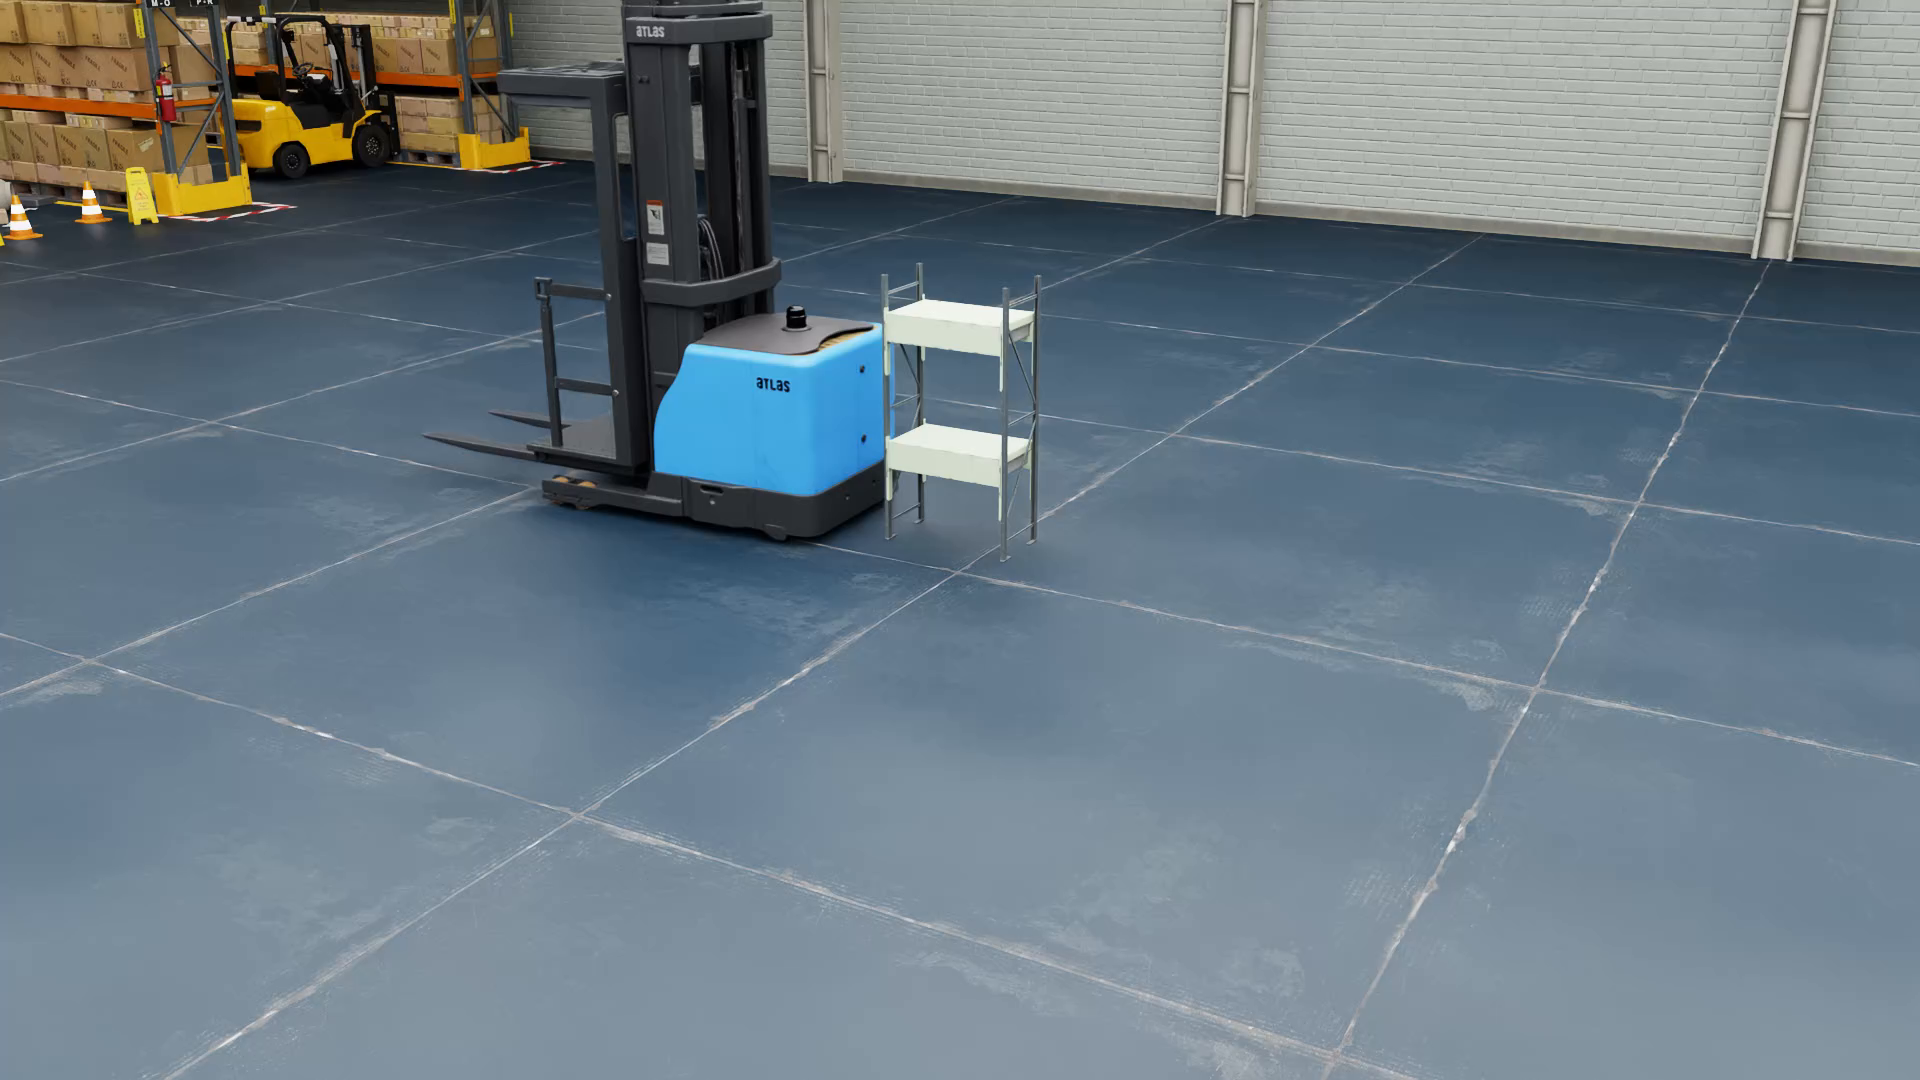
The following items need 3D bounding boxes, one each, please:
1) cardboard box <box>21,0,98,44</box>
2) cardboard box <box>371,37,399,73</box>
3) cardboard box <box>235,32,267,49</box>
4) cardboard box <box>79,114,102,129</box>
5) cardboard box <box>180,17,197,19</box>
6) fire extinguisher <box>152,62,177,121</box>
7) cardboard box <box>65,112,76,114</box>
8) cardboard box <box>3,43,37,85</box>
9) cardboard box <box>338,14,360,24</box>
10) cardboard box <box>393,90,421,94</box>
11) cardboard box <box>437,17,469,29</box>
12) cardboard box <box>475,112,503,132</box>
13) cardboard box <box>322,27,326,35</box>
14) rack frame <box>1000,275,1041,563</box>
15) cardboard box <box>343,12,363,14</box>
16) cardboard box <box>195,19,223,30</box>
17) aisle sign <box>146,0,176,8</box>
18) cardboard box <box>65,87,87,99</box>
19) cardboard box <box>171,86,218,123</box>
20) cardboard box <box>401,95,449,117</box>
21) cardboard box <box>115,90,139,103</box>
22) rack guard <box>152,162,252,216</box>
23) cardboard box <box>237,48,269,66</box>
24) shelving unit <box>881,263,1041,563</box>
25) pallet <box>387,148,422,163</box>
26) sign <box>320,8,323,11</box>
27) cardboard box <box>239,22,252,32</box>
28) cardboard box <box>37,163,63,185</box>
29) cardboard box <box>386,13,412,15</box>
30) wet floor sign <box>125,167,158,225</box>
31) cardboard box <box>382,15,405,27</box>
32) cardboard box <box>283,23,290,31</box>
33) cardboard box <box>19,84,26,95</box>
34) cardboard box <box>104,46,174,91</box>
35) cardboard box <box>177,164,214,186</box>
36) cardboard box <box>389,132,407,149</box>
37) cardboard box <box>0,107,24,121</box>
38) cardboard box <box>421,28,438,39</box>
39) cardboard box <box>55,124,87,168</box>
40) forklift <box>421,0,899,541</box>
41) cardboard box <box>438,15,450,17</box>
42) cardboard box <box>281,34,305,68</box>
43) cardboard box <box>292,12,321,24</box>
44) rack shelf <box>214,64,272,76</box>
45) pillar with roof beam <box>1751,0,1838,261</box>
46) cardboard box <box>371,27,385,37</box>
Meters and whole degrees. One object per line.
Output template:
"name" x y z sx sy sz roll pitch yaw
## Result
"cardboard box" -11.205 -6.478 20.775 0.500 0.500 0.700 11 22 27
"cardboard box" -8.387 -7.239 24.777 0.500 0.500 0.500 10 22 26
"cardboard box" -10.979 -7.850 26.093 0.500 0.250 0.500 10 22 26
"cardboard box" -10.749 -5.238 20.771 0.250 0.149 0.380 11 23 28
"cardboard box" -12.617 -8.545 27.425 0.250 0.149 0.380 11 22 27
"fire extinguisher" -9.476 -5.344 19.811 0.183 0.674 0.296 11 23 27
"cardboard box" -15.282 -7.546 28.819 0.500 0.500 0.500 12 23 30
"cardboard box" -11.713 -6.068 21.112 0.500 0.500 0.500 11 22 27
"cardboard box" -9.129 -7.840 25.044 0.250 0.149 0.380 11 23 27
"cardboard box" -8.574 -6.781 25.611 0.500 0.250 0.500 10 22 26
"cardboard box" -7.349 -7.503 24.117 0.250 0.149 0.380 11 23 27
"cardboard box" -7.243 -6.294 25.002 0.500 0.250 0.500 11 23 28
"cardboard box" -9.400 -7.716 25.138 0.250 0.149 0.380 11 22 27
"rack frame" 0.325 -0.643 8.939 0.023 1.500 0.400 11 23 27
"cardboard box" -9.314 -8.091 25.738 0.250 0.149 0.380 10 22 26
"cardboard box" -11.962 -8.226 26.546 0.250 0.149 0.380 11 23 28
"aisle sign" -9.438 -6.662 19.519 0.004 0.787 0.394 11 23 27
"cardboard box" -10.932 -5.608 20.796 0.250 0.149 0.380 11 22 27
"cardboard box" -12.805 -7.212 27.714 0.625 0.625 0.875 12 23 29
"cardboard box" -7.936 -6.456 24.715 0.500 0.250 0.500 11 23 28
"cardboard box" -10.057 -5.426 20.292 0.250 0.149 0.380 10 22 27
"rack guard" -9.417 -4.374 20.689 0.348 0.500 1.175 11 23 27
"cardboard box" -10.993 -7.615 26.180 0.500 0.250 0.500 11 23 29
"shelving unit" 0.006 -0.704 9.106 0.755 1.500 0.431 11 23 27
"pallet" -8.682 -6.022 25.656 1.213 0.211 1.003 11 23 27
"sign" -10.156 -8.289 26.433 0.005 0.325 0.100 11 23 27
"cardboard box" -11.066 -8.060 26.088 0.250 0.149 0.380 10 22 27
"cardboard box" -11.524 -4.755 21.491 0.500 0.250 0.500 10 22 27
"cardboard box" -8.459 -7.891 25.187 0.250 0.149 0.380 11 23 28
"wet floor sign" -9.707 -4.079 19.665 0.267 0.644 0.232 -16 26 -38
"cardboard box" -8.284 -7.644 24.505 0.250 0.149 0.380 11 23 29
"cardboard box" -10.275 -7.900 25.648 0.250 0.149 0.380 10 22 26
"cardboard box" -11.785 -5.787 21.289 0.250 0.149 0.380 11 23 27
"cardboard box" -9.959 -5.731 20.183 0.500 0.500 0.500 10 22 26
"cardboard box" -9.920 -4.658 21.222 0.500 0.250 0.500 11 22 27
"cardboard box" -8.360 -6.075 25.130 0.500 0.250 0.500 11 23 28
"cardboard box" -12.380 -5.547 21.622 0.250 0.149 0.380 11 23 28
"cardboard box" -7.610 -7.374 24.198 0.250 0.149 0.380 11 23 28
"cardboard box" -11.072 -5.021 21.125 0.500 0.500 0.500 10 22 26
"forklift" -1.921 -1.705 9.767 3.031 2.935 1.130 10 22 25
"cardboard box" -7.572 -7.719 24.712 0.250 0.149 0.380 11 23 28
"cardboard box" -10.165 -7.575 25.703 0.500 0.500 0.500 10 22 26
"cardboard box" -10.011 -8.019 25.538 0.250 0.149 0.380 11 23 28
"rack shelf" -12.172 -7.674 27.177 4.000 0.370 1.077 11 23 27
"pillar with roof beam" 6.513 -5.944 12.554 0.400 9.000 9.100 11 23 27
"cardboard box" -8.505 -7.547 24.673 0.250 0.149 0.380 11 23 28
